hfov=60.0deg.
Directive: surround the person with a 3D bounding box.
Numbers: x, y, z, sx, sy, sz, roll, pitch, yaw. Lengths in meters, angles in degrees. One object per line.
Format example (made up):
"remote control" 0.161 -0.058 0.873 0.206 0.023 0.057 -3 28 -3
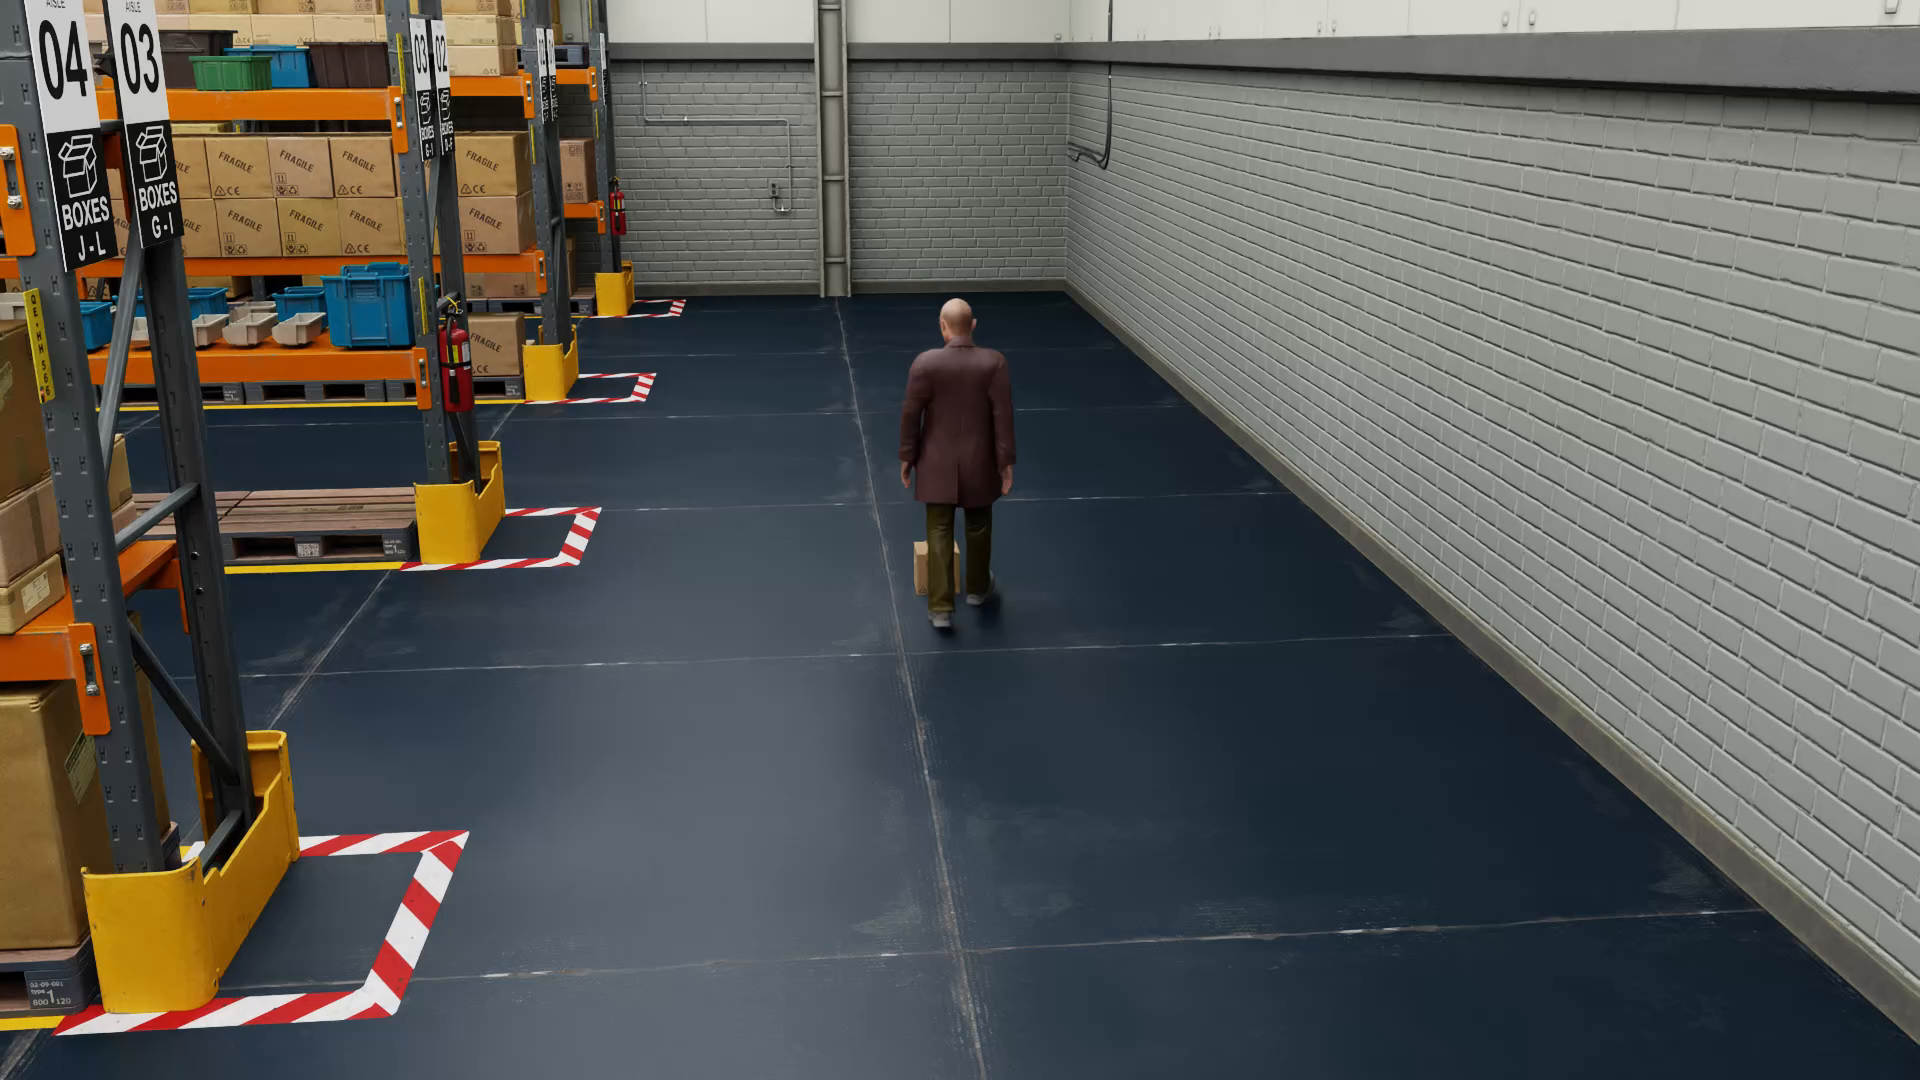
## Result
"person" -0.091 -0.404 9.024 0.599 1.777 0.648 -1 17 -5
